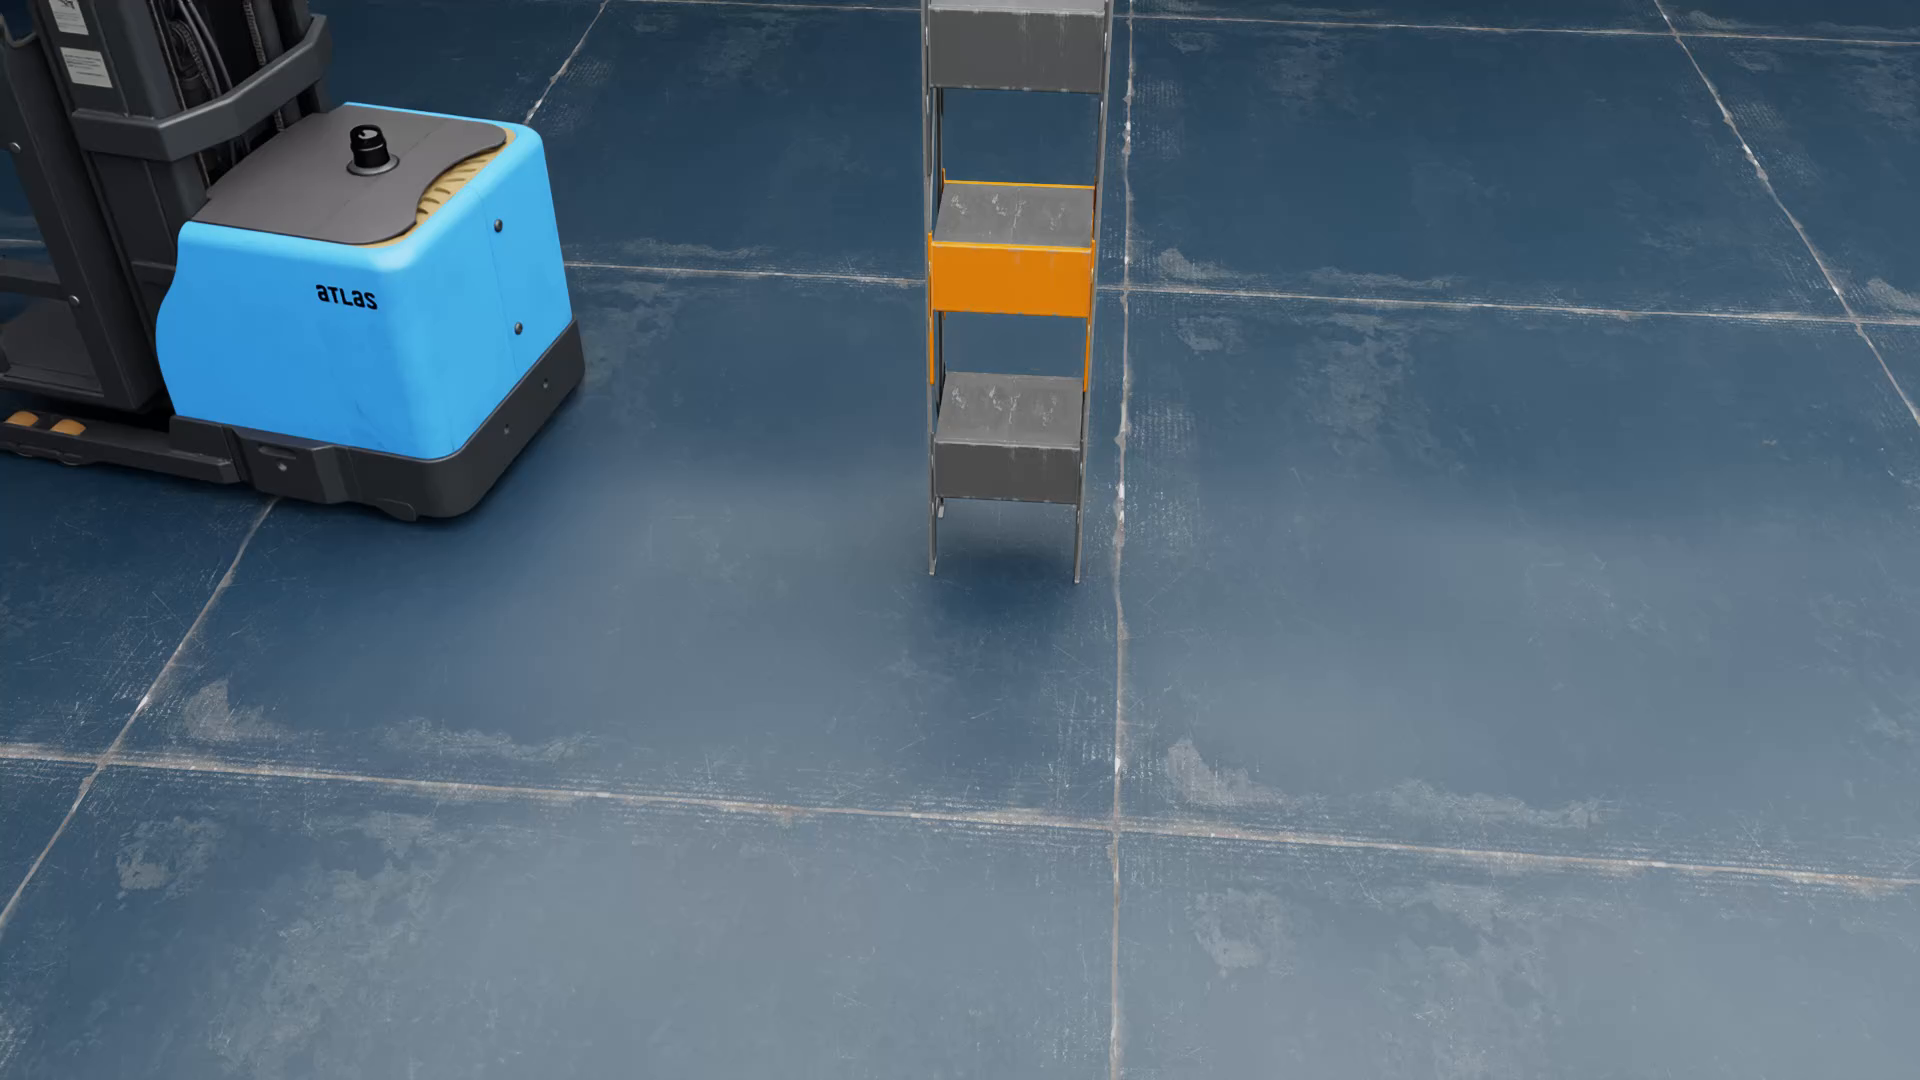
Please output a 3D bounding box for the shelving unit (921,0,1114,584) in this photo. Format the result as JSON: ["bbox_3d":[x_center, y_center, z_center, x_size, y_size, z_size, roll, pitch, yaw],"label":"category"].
[{"bbox_3d":[0.165,-0.805,5.076,0.503,2.100,0.431,3,39,4],"label":"shelving unit"}]

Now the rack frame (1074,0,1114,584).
[{"bbox_3d":[0.408,-0.792,5.060,0.015,2.100,0.400,3,39,4],"label":"rack frame"}]

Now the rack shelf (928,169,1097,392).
[{"bbox_3d":[0.165,-0.795,5.085,0.480,0.518,0.431,3,39,4],"label":"rack shelf"}]

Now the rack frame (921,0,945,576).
[{"bbox_3d":[-0.078,-0.819,5.092,0.015,2.100,0.400,3,39,4],"label":"rack frame"}]

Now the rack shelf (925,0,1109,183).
[{"bbox_3d":[0.165,-1.338,4.643,0.480,0.518,0.431,3,39,4],"label":"rack shelf"}]

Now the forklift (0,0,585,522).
[{"bbox_3d":[-3.027,-1.719,5.540,3.031,2.935,1.130,10,40,12],"label":"forklift"}]

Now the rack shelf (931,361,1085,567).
[{"bbox_3d":[0.165,-0.252,5.527,0.480,0.518,0.431,3,39,4],"label":"rack shelf"}]
